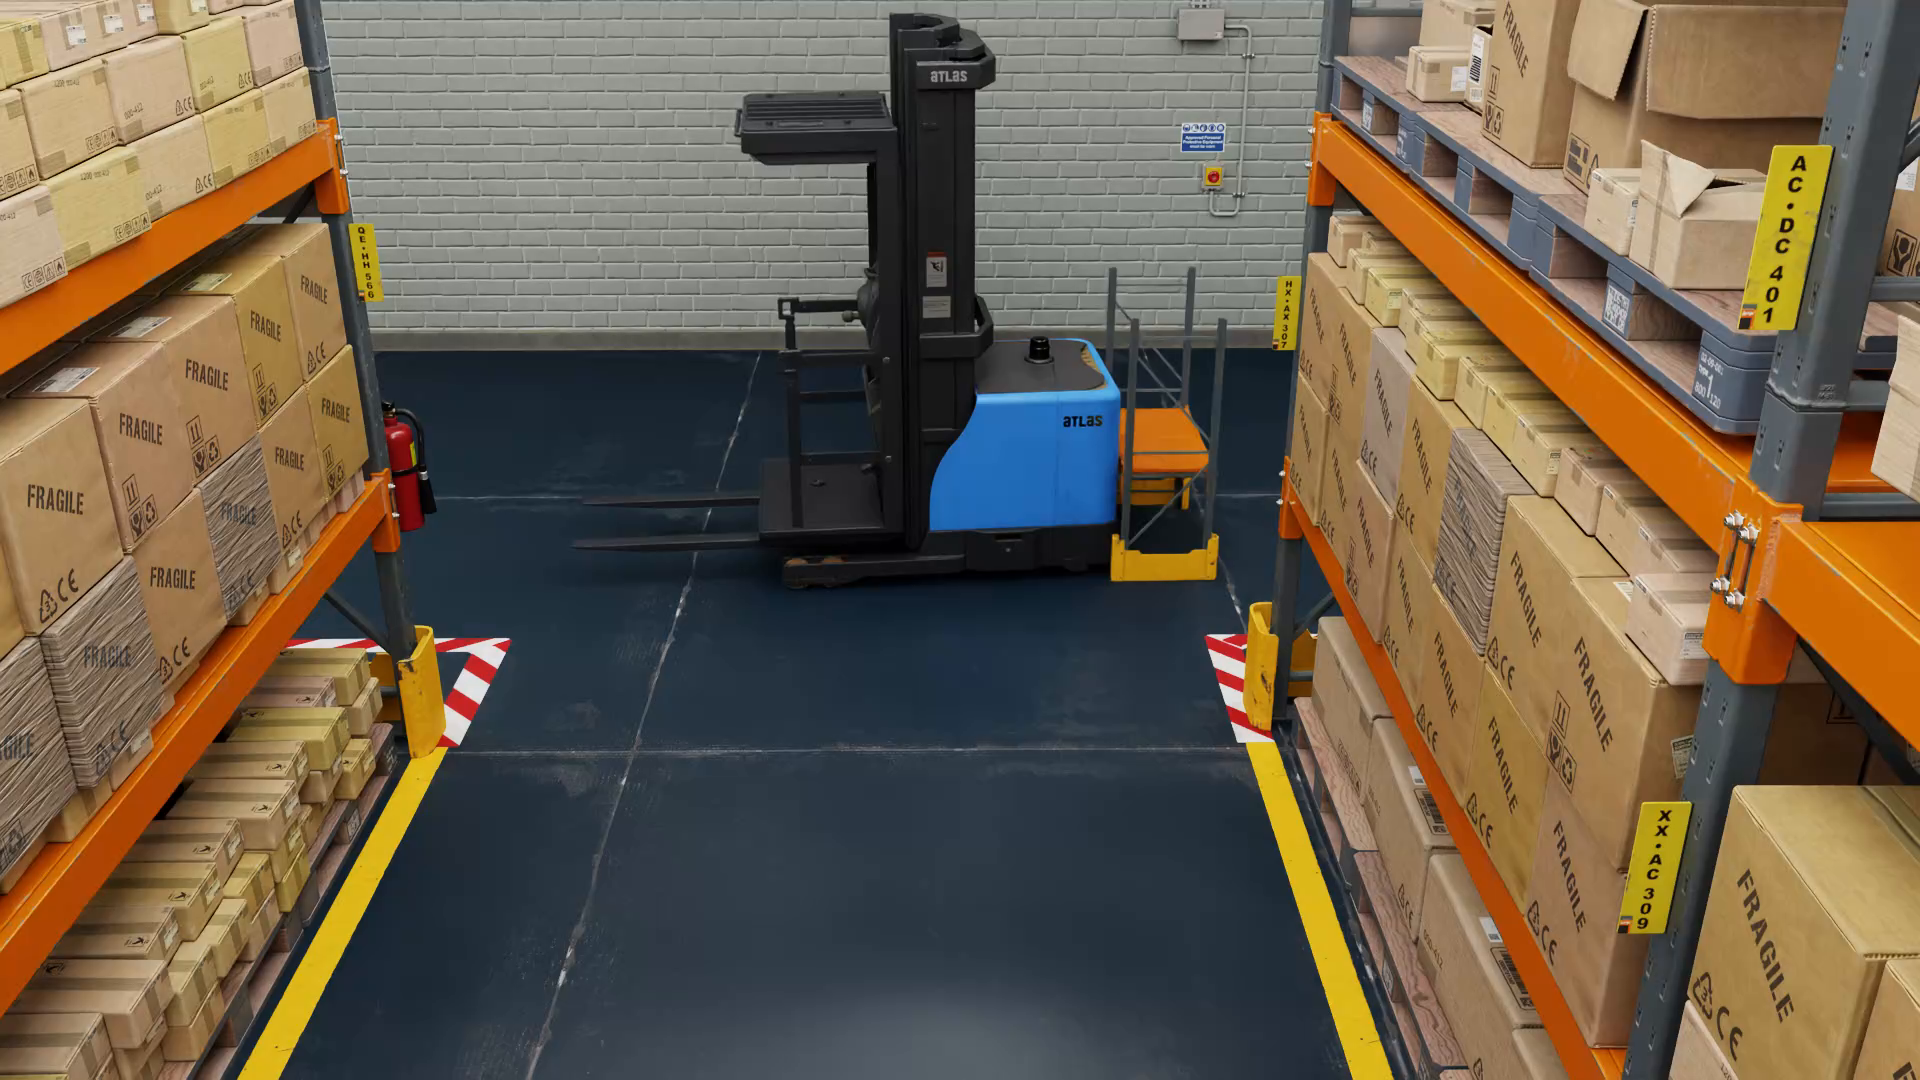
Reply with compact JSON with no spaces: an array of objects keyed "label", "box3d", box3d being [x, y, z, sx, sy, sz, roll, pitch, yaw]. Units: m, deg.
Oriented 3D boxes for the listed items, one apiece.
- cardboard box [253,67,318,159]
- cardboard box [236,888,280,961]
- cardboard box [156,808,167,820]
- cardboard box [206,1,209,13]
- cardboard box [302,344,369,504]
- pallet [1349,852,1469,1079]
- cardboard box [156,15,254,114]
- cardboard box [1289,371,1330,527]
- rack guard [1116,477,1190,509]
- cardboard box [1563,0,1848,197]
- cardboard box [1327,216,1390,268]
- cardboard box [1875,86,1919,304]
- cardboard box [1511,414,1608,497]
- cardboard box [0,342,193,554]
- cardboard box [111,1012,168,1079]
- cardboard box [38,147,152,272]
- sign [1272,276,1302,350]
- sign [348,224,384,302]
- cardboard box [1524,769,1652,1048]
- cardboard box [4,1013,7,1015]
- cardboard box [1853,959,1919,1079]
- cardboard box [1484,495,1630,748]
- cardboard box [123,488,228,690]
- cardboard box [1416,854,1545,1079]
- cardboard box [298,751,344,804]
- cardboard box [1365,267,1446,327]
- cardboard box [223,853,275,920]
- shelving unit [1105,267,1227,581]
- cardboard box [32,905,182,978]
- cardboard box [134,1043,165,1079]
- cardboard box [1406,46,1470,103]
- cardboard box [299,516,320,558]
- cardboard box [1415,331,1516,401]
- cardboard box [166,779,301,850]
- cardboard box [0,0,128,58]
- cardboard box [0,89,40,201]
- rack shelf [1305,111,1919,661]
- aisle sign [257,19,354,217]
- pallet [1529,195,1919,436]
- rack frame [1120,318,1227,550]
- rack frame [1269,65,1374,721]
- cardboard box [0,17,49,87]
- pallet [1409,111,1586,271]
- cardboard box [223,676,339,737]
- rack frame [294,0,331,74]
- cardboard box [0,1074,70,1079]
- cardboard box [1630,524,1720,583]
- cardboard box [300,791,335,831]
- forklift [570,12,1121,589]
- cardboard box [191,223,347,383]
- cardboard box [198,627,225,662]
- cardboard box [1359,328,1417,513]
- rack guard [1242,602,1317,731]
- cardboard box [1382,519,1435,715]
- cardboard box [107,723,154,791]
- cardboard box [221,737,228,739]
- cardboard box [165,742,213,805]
[{"label":"cardboard box","box3d":[-2.728,-1.586,6.159,0.500,0.250,0.500,-1,24,-2]},{"label":"cardboard box","box3d":[-2.698,1.384,6.001,0.380,0.149,0.250,0,24,0]},{"label":"cardboard box","box3d":[-3.324,1.167,6.480,0.380,0.149,0.250,0,24,0]},{"label":"cardboard box","box3d":[-2.791,-1.838,5.626,0.380,0.149,0.250,-1,24,-2]},{"label":"cardboard box","box3d":[-2.735,-0.471,6.669,0.500,0.500,0.500,0,24,1]},{"label":"pallet","box3d":[2.049,1.563,6.037,1.003,0.211,1.213,0,24,-1]},{"label":"cardboard box","box3d":[-2.731,-1.601,5.585,0.500,0.250,0.500,-1,24,-2]},{"label":"cardboard box","box3d":[1.670,-0.384,6.838,0.500,0.500,0.500,0,24,-1]},{"label":"rack guard","box3d":[1.105,-0.316,10.144,0.587,0.250,0.087,0,24,-2]},{"label":"cardboard box","box3d":[1.948,-1.096,4.137,0.797,0.503,0.637,2,24,4]},{"label":"cardboard box","box3d":[1.679,-1.187,6.613,0.380,0.149,0.250,0,24,1]},{"label":"cardboard box","box3d":[2.199,-0.782,3.447,0.500,0.500,0.500,0,24,0]},{"label":"cardboard box","box3d":[1.727,-0.231,4.499,0.380,0.149,0.250,0,24,-1]},{"label":"cardboard box","box3d":[-2.714,-0.282,5.038,0.500,0.500,0.500,-1,24,-2]},{"label":"cardboard box","box3d":[-2.748,1.567,5.235,0.380,0.149,0.250,1,24,2]},{"label":"cardboard box","box3d":[-2.697,-0.952,4.758,0.500,0.250,0.500,1,24,2]},{"label":"sign","box3d":[1.396,-0.968,7.104,0.100,0.325,0.005,0,24,-1]},{"label":"sign","box3d":[-2.442,-1.140,6.841,0.100,0.325,0.005,0,24,-1]},{"label":"cardboard box","box3d":[1.734,0.875,4.054,0.500,0.500,0.500,0,24,0]},{"label":"cardboard box","box3d":[-3.221,1.477,5.433,0.380,0.149,0.250,-1,24,-3]},{"label":"cardboard box","box3d":[1.746,1.001,2.561,0.500,0.500,0.500,0,24,-1]},{"label":"cardboard box","box3d":[1.716,0.207,4.318,0.500,0.500,0.500,-1,24,-1]},{"label":"cardboard box","box3d":[-2.724,0.156,5.284,0.500,0.500,0.500,1,24,2]},{"label":"cardboard box","box3d":[2.085,1.458,5.485,0.875,0.438,0.875,-1,24,-2]},{"label":"cardboard box","box3d":[-2.699,0.928,6.646,0.380,0.149,0.250,-1,24,-3]},{"label":"cardboard box","box3d":[1.662,-0.863,5.897,0.380,0.149,0.250,-1,24,-2]},{"label":"cardboard box","box3d":[-2.696,1.248,5.941,0.380,0.149,0.250,1,24,2]},{"label":"shelving unit","box3d":[1.122,-0.681,9.432,0.587,1.500,1.083,0,24,-2]},{"label":"cardboard box","box3d":[-2.778,1.326,5.407,0.380,0.149,0.250,-1,24,-3]},{"label":"cardboard box","box3d":[-2.784,1.704,5.293,0.380,0.149,0.250,-1,24,-3]},{"label":"cardboard box","box3d":[1.733,-1.578,5.632,0.380,0.149,0.250,1,24,1]},{"label":"cardboard box","box3d":[-2.728,-0.020,6.460,0.380,0.149,0.250,0,24,-1]},{"label":"cardboard box","box3d":[1.653,-0.548,5.199,0.380,0.149,0.250,-1,24,-2]},{"label":"cardboard box","box3d":[-2.665,1.007,6.111,0.380,0.149,0.250,1,24,1]},{"label":"cardboard box","box3d":[-2.717,-1.518,4.918,0.380,0.149,0.250,0,24,1]},{"label":"cardboard box","box3d":[-2.711,-0.964,4.177,0.500,0.250,0.500,0,24,0]},{"label":"rack shelf","box3d":[1.973,-0.753,5.007,1.077,0.370,4.000,0,24,-1]},{"label":"aisle sign","box3d":[-2.698,-1.690,6.692,0.394,0.787,0.004,0,24,-1]},{"label":"pallet","box3d":[1.997,-0.553,3.800,1.003,0.211,1.213,0,24,-1]},{"label":"rack frame","box3d":[1.137,-0.468,8.961,0.500,1.500,0.032,0,24,-2]},{"label":"rack frame","box3d":[1.952,-0.538,7.299,1.000,3.000,0.127,0,24,-1]},{"label":"cardboard box","box3d":[-2.697,-1.304,4.445,0.380,0.149,0.250,-1,24,-2]},{"label":"pallet","box3d":[1.986,-1.054,4.909,1.003,0.211,1.213,0,24,-1]},{"label":"cardboard box","box3d":[-2.793,0.683,6.827,0.380,0.149,0.250,0,24,0]},{"label":"rack frame","box3d":[-2.997,-3.207,5.922,1.000,3.000,0.127,0,24,-1]},{"label":"cardboard box","box3d":[-2.746,1.650,4.689,0.380,0.149,0.250,-1,24,-1]},{"label":"cardboard box","box3d":[1.779,0.079,3.813,0.380,0.149,0.250,0,24,1]},{"label":"cardboard box","box3d":[-2.762,1.064,6.706,0.380,0.149,0.250,0,24,-1]},{"label":"forklift","box3d":[-0.668,-1.294,9.053,3.031,2.935,1.130,-2,24,-5]},{"label":"cardboard box","box3d":[-2.743,-0.923,6.455,0.500,0.500,0.500,-1,24,-2]},{"label":"cardboard box","box3d":[-2.785,0.305,5.741,0.380,0.149,0.250,-1,24,-3]},{"label":"cardboard box","box3d":[1.698,-0.415,5.693,0.500,0.500,0.500,0,24,-1]},{"label":"rack guard","box3d":[1.951,0.591,7.836,1.175,0.500,0.348,0,24,-1]},{"label":"cardboard box","box3d":[1.713,0.240,5.458,0.500,0.500,0.500,1,24,1]},{"label":"cardboard box","box3d":[-2.692,0.628,5.026,0.380,0.149,0.250,1,24,2]},{"label":"cardboard box","box3d":[-3.312,0.851,7.178,0.380,0.149,0.250,0,24,1]},{"label":"cardboard box","box3d":[-3.210,0.929,6.645,0.380,0.149,0.250,0,24,0]}]
